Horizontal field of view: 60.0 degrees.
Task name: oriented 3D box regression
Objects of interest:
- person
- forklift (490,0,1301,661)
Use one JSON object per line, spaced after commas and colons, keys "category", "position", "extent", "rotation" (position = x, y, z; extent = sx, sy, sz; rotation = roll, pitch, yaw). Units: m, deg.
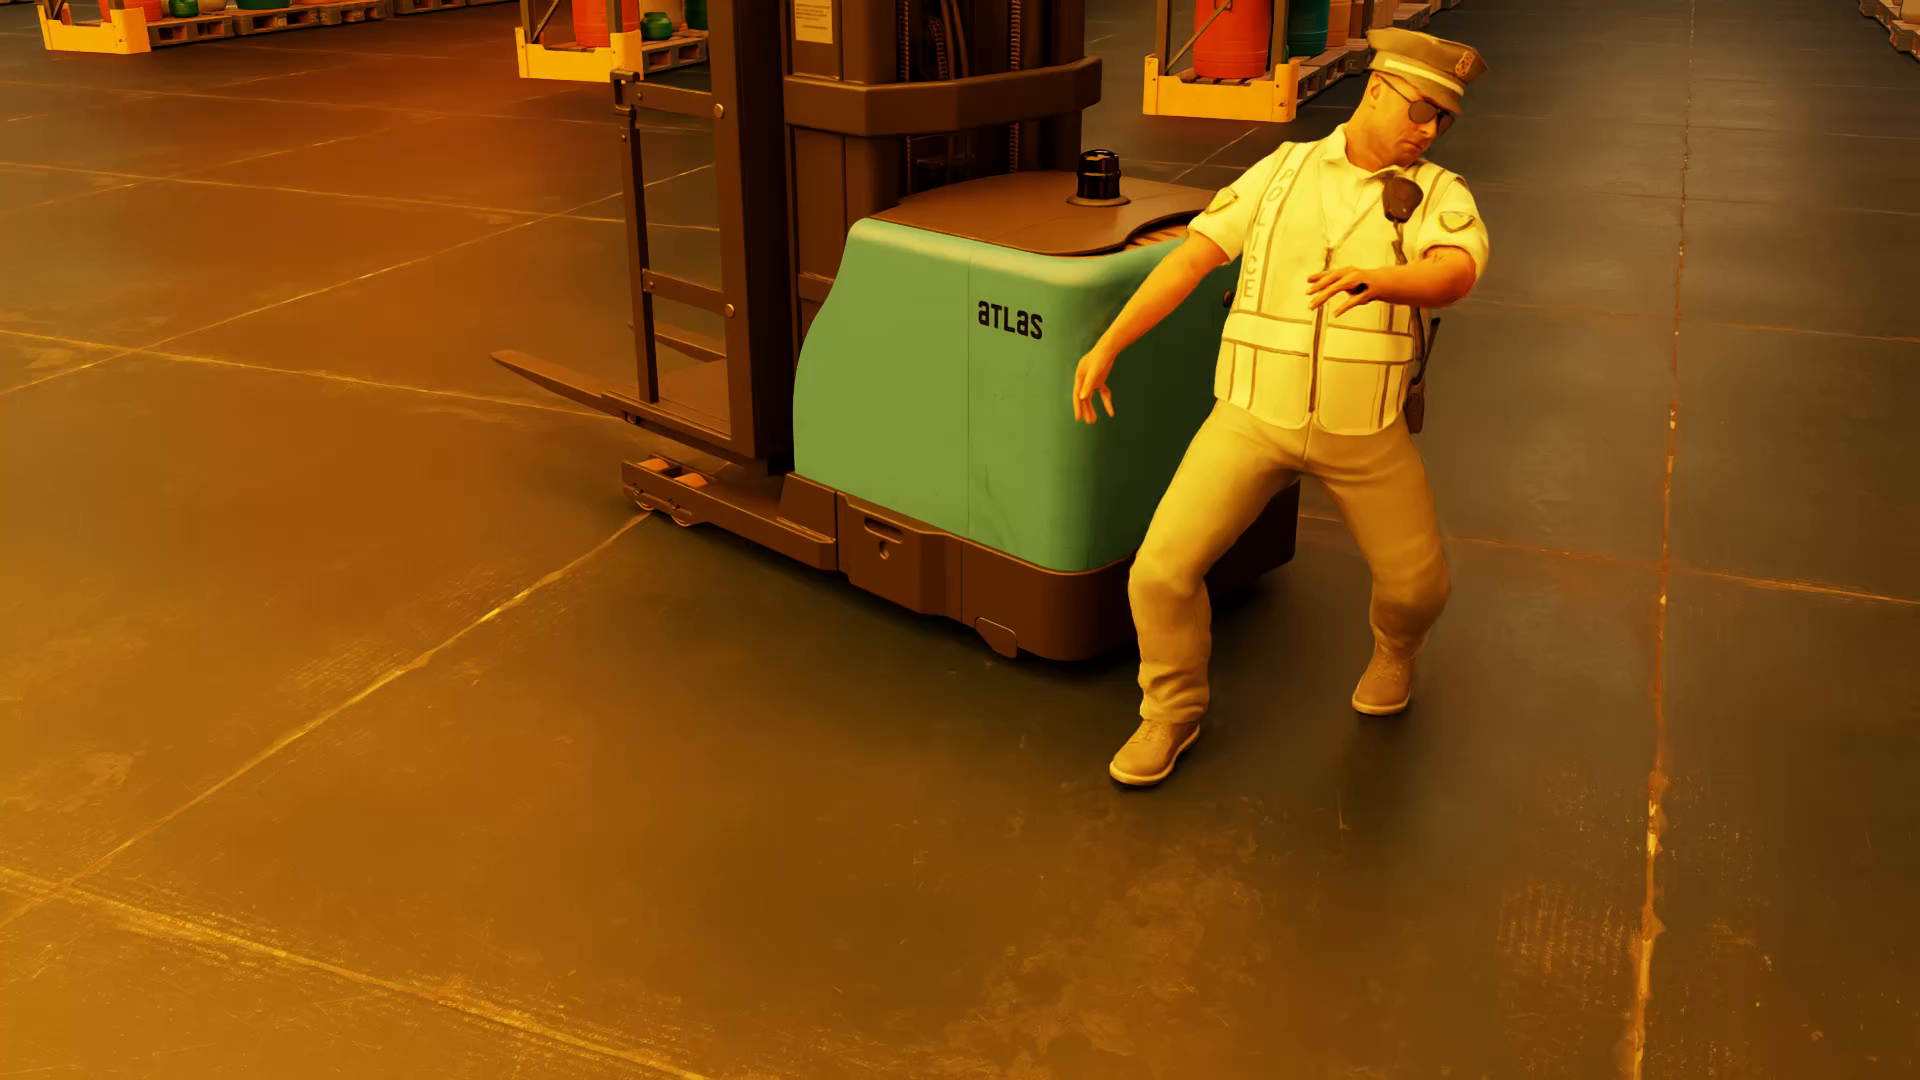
{"category": "person", "position": [0.675, -0.260, 3.630], "extent": [0.868, 1.628, 0.895], "rotation": [4, 23, 10]}
{"category": "forklift", "position": [-0.434, -1.518, 4.923], "extent": [3.031, 2.935, 1.130], "rotation": [21, 30, 40]}
